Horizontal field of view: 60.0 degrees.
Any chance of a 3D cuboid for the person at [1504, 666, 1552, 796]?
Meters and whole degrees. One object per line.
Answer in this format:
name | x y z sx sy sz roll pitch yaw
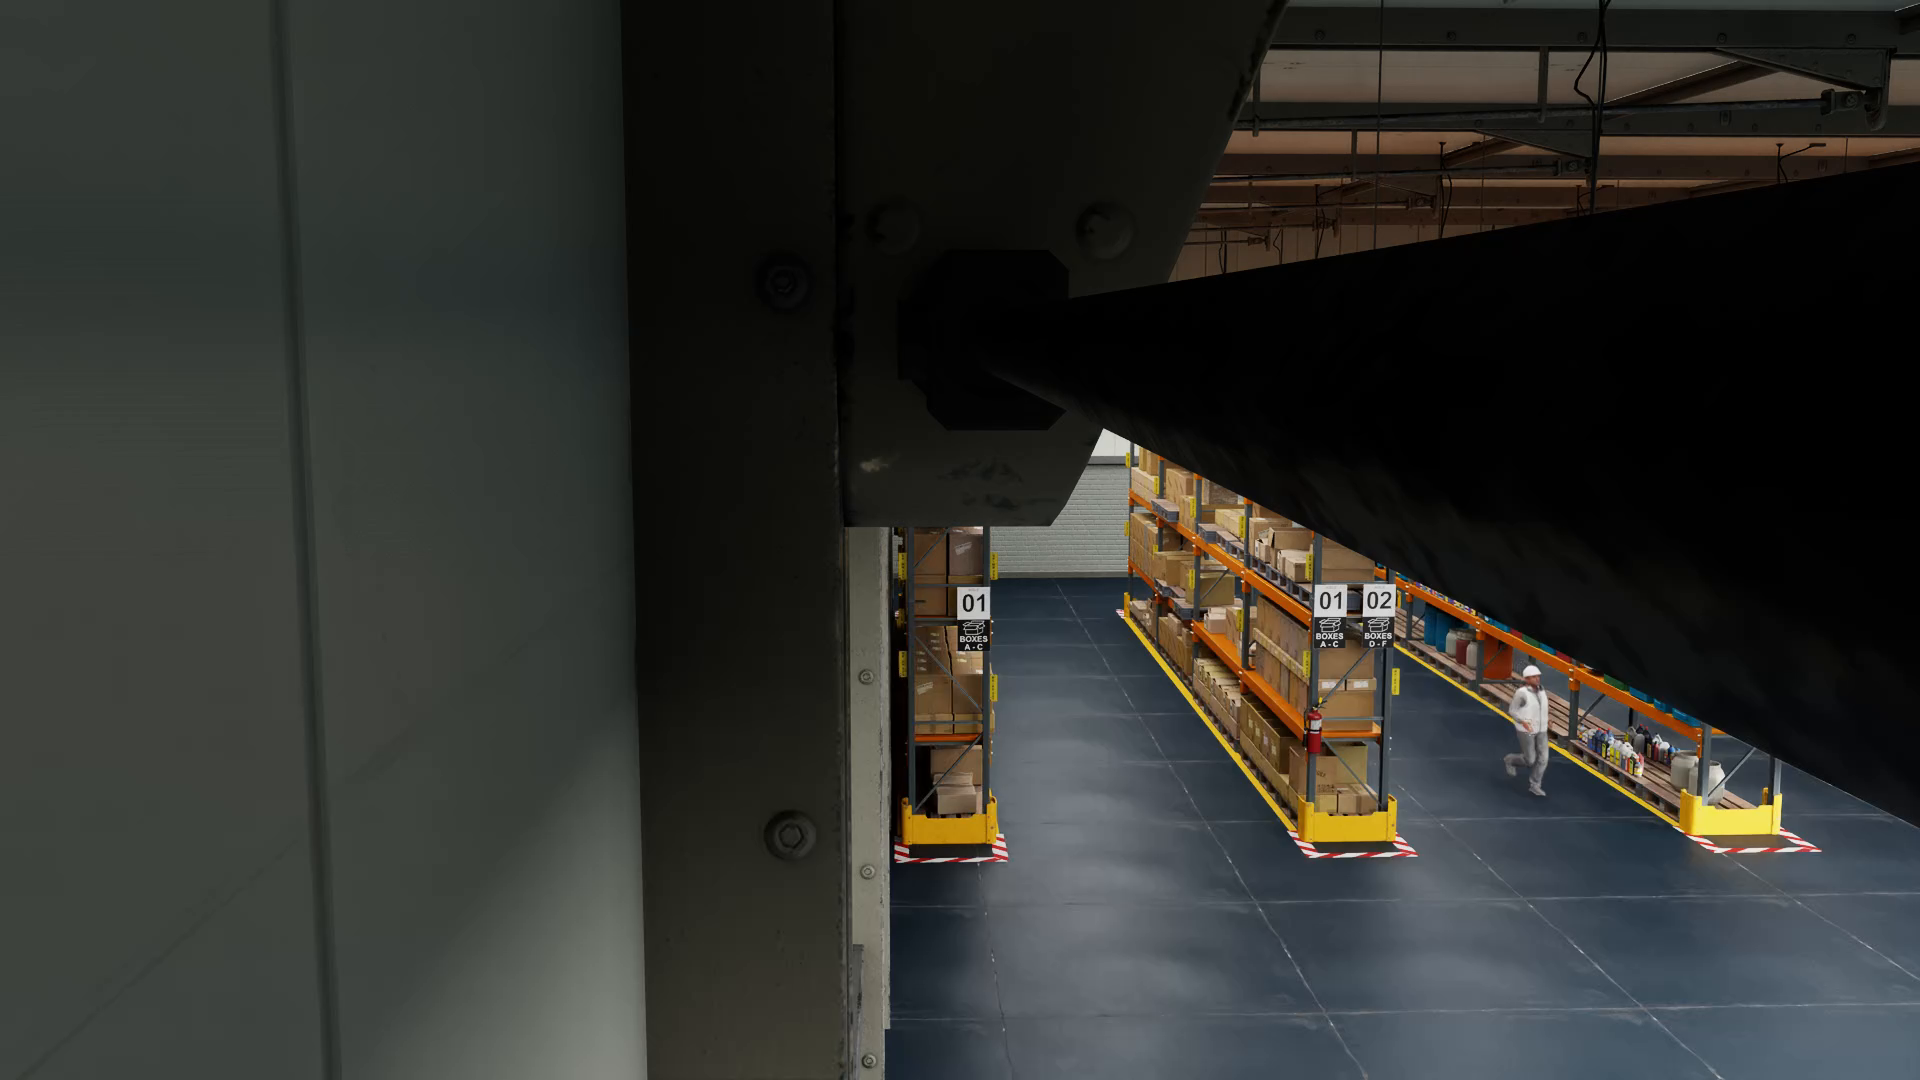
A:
person | 7.784 2.577 22.708 0.661 1.744 0.733 -3 8 -20
